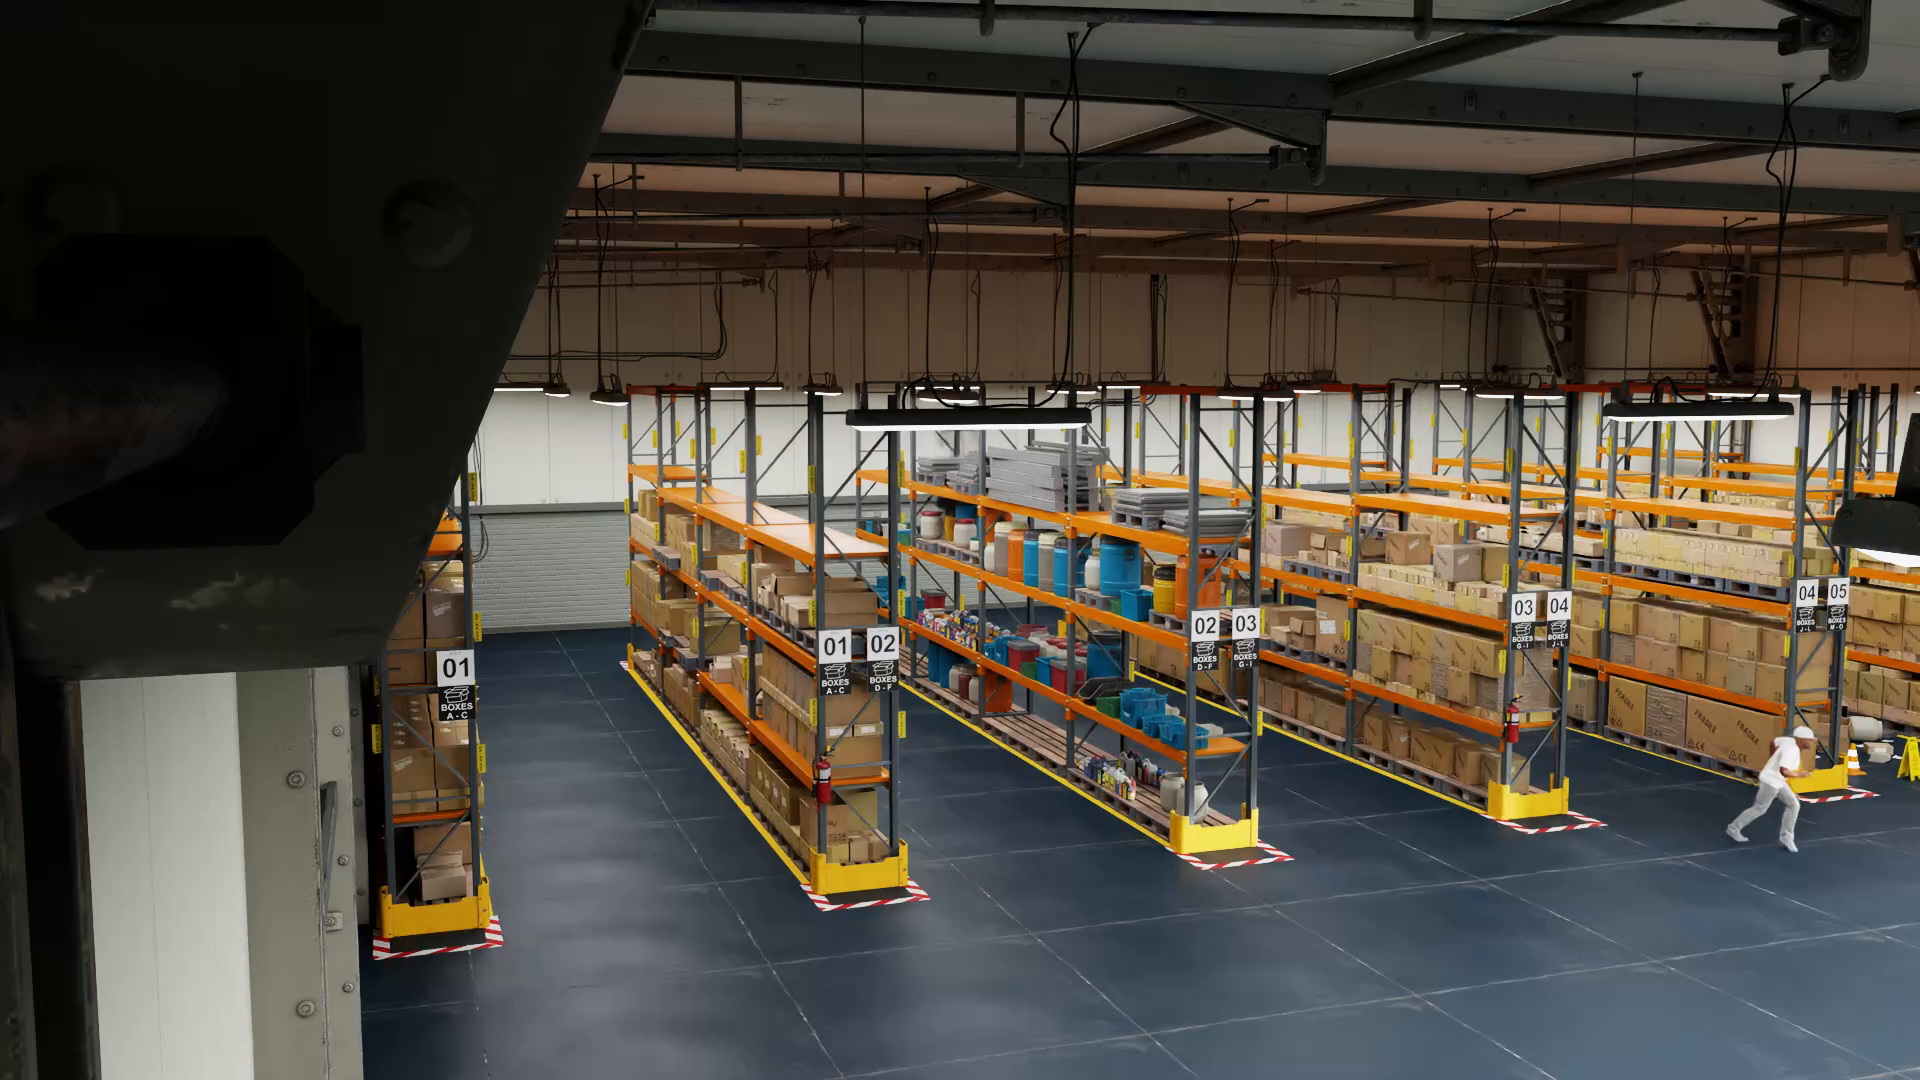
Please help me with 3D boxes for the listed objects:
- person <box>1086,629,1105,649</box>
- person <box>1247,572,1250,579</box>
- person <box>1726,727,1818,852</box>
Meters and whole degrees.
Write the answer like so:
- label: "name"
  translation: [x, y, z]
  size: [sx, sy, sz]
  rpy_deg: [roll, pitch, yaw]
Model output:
- label: "person"
  translation: [2.520, 2.386, 30.325]
  size: [0.690, 1.608, 0.928]
  rpy_deg: [-3, 7, -25]
- label: "person"
  translation: [7.242, 1.271, 41.097]
  size: [0.726, 1.696, 0.635]
  rpy_deg: [0, 6, -2]
- label: "person"
  translation: [10.701, 3.270, 21.933]
  size: [1.028, 1.712, 0.746]
  rpy_deg: [3, 7, 28]
